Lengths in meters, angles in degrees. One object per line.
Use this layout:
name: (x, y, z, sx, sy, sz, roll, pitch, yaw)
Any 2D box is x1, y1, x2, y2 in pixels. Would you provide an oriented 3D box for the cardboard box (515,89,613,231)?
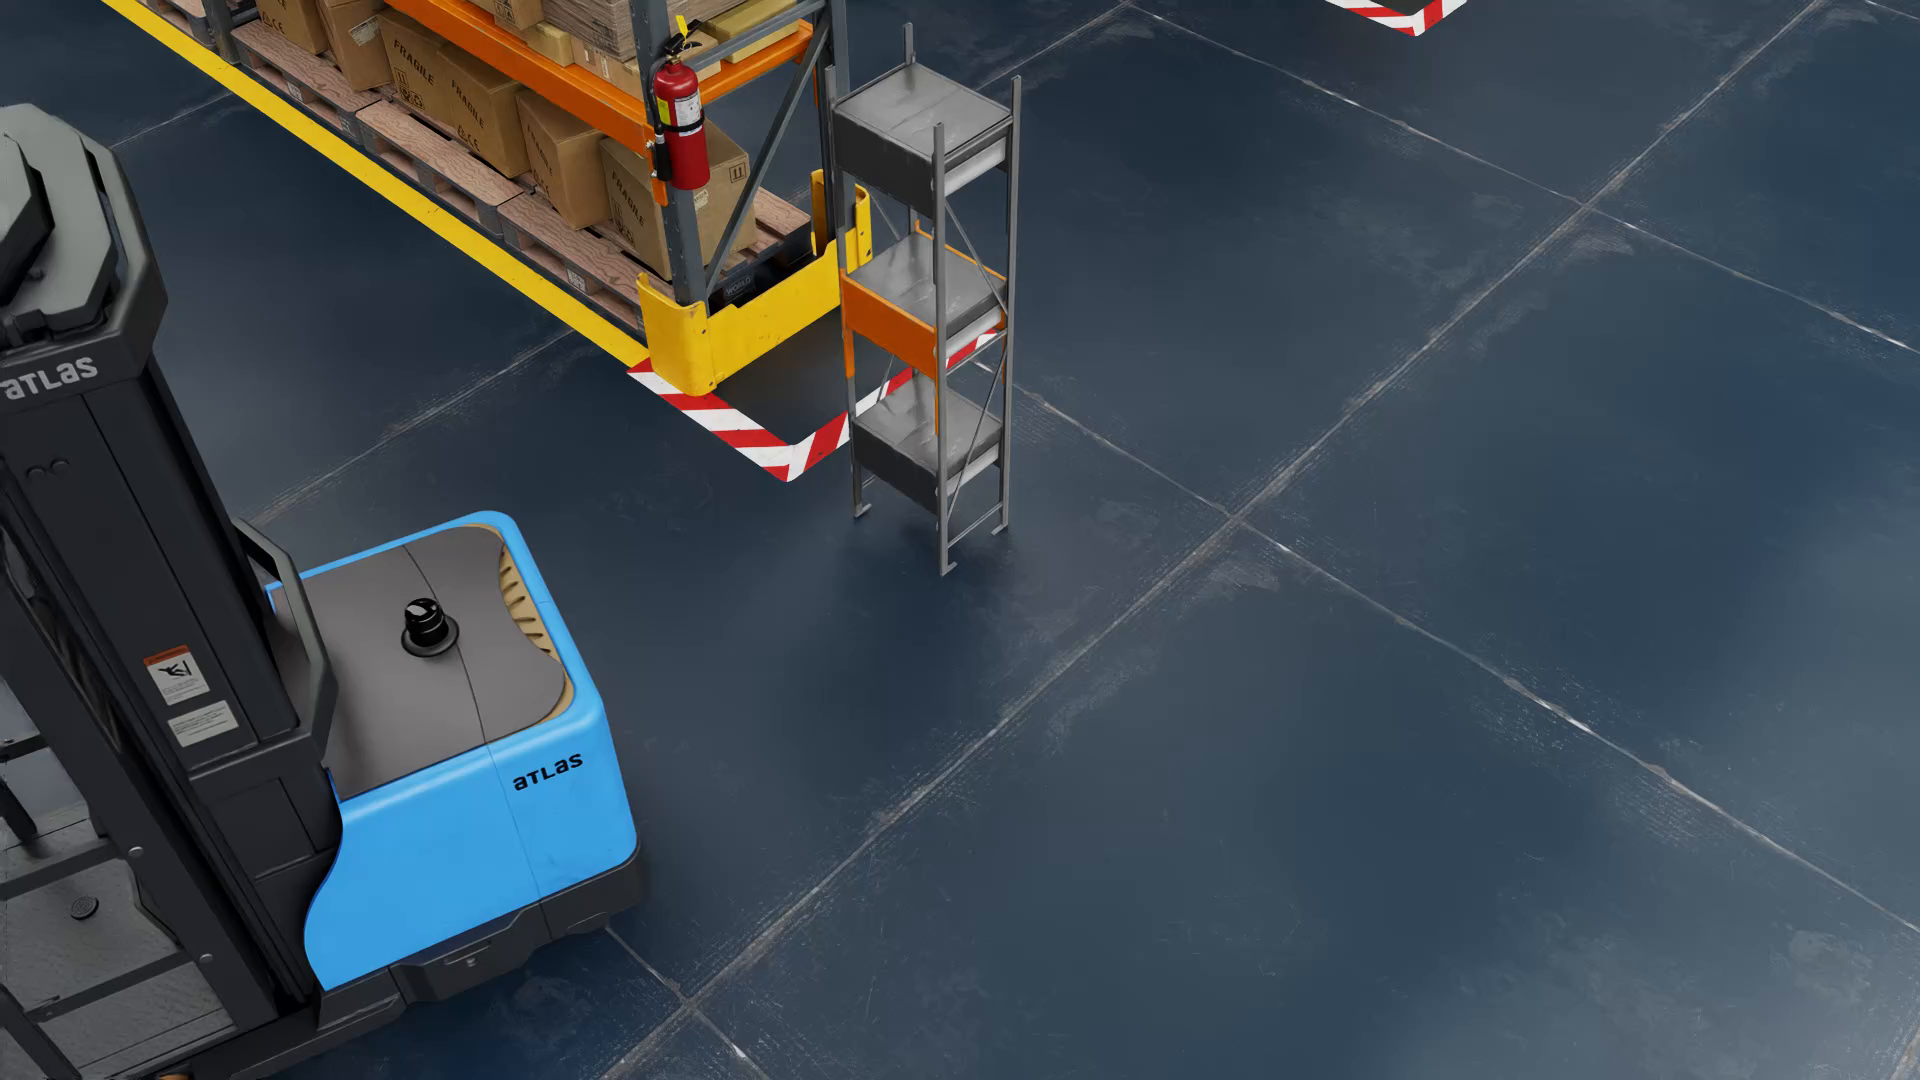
cardboard box: (-1.768, -1.893, 8.005, 0.500, 0.500, 0.500, -25, 52, -21)

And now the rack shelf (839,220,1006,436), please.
rack shelf: (-0.122, -0.791, 6.180, 0.480, 0.518, 0.431, 34, 55, 28)

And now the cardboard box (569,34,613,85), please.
cardboard box: (-1.391, -2.078, 6.925, 0.250, 0.149, 0.380, 34, 55, 28)

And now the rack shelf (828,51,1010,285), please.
rack shelf: (-0.122, -1.270, 5.670, 0.480, 0.518, 0.431, 34, 55, 28)

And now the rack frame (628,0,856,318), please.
rack frame: (-0.858, -2.010, 6.688, 0.127, 3.000, 1.000, 34, 55, 28)

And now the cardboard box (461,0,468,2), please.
cardboard box: (-2.137, -2.564, 7.380, 0.250, 0.149, 0.380, 34, 55, 28)

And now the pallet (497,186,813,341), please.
pallet: (-1.487, -1.514, 8.135, 1.213, 0.211, 1.003, 34, 55, 28)

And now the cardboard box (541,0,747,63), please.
cardboard box: (-1.243, -2.433, 6.813, 0.500, 0.500, 0.875, 34, 55, 28)

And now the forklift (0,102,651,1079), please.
forklift: (-2.598, 0.429, 4.445, 3.031, 2.935, 1.130, -21, 50, -19)

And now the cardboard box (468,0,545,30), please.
cardboard box: (-1.692, -2.616, 6.984, 0.500, 0.500, 0.875, 34, 55, 28)

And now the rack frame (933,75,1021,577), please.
rack frame: (0.058, -0.680, 6.057, 0.015, 2.100, 0.400, 34, 55, 28)

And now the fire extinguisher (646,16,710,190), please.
fire extinguisher: (-1.086, -1.680, 6.432, 0.183, 0.674, 0.296, 34, 55, 28)

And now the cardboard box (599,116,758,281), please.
cardboard box: (-1.305, -1.616, 7.745, 0.500, 0.500, 0.500, -28, 53, -24)

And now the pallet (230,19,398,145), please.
pallet: (-3.280, -2.720, 9.268, 1.213, 0.211, 1.003, 34, 55, 28)

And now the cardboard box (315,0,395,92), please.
cardboard box: (-3.104, -2.778, 8.836, 0.500, 0.500, 0.500, -22, 51, -19)

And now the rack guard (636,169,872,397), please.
rack guard: (-0.914, -1.192, 7.635, 0.348, 0.500, 1.175, 34, 55, 28)

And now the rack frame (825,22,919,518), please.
rack frame: (-0.301, -0.921, 6.283, 0.015, 2.100, 0.400, 34, 55, 28)

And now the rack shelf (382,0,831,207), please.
rack shelf: (-2.328, -2.753, 7.879, 4.000, 0.370, 1.077, 34, 55, 28)

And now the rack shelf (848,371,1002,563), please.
rack shelf: (-0.122, -0.312, 6.690, 0.480, 0.518, 0.431, 34, 55, 28)

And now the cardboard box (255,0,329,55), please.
cardboard box: (-3.531, -3.057, 9.098, 0.500, 0.500, 0.500, 32, 55, 27)

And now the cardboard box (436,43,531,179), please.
cardboard box: (-2.215, -2.213, 8.305, 0.500, 0.500, 0.500, -33, 55, -27)

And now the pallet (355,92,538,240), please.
pallet: (-2.379, -2.117, 8.702, 1.213, 0.211, 1.003, 34, 55, 28)

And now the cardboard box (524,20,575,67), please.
cardboard box: (-1.609, -2.174, 7.015, 0.250, 0.149, 0.380, 34, 55, 28)

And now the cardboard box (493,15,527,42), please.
cardboard box: (-1.783, -2.306, 7.139, 0.250, 0.149, 0.380, 34, 55, 28)

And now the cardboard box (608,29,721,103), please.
cardboard box: (-1.207, -1.955, 6.808, 0.250, 0.149, 0.380, 34, 55, 28)

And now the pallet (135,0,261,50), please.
pallet: (-4.370, -3.418, 9.923, 1.213, 0.211, 1.003, 34, 55, 28)

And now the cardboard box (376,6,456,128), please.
cardboard box: (-2.595, -2.513, 8.587, 0.500, 0.500, 0.500, 29, 53, 25)

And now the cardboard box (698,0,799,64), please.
cardboard box: (-0.906, -2.193, 7.032, 0.250, 0.149, 0.380, 34, 55, 28)

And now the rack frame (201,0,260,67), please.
rack frame: (-3.797, -3.988, 8.545, 0.127, 3.000, 1.000, 34, 55, 28)

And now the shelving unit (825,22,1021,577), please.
shelving unit: (-0.122, -0.801, 6.170, 0.503, 2.100, 0.431, 34, 55, 28)
